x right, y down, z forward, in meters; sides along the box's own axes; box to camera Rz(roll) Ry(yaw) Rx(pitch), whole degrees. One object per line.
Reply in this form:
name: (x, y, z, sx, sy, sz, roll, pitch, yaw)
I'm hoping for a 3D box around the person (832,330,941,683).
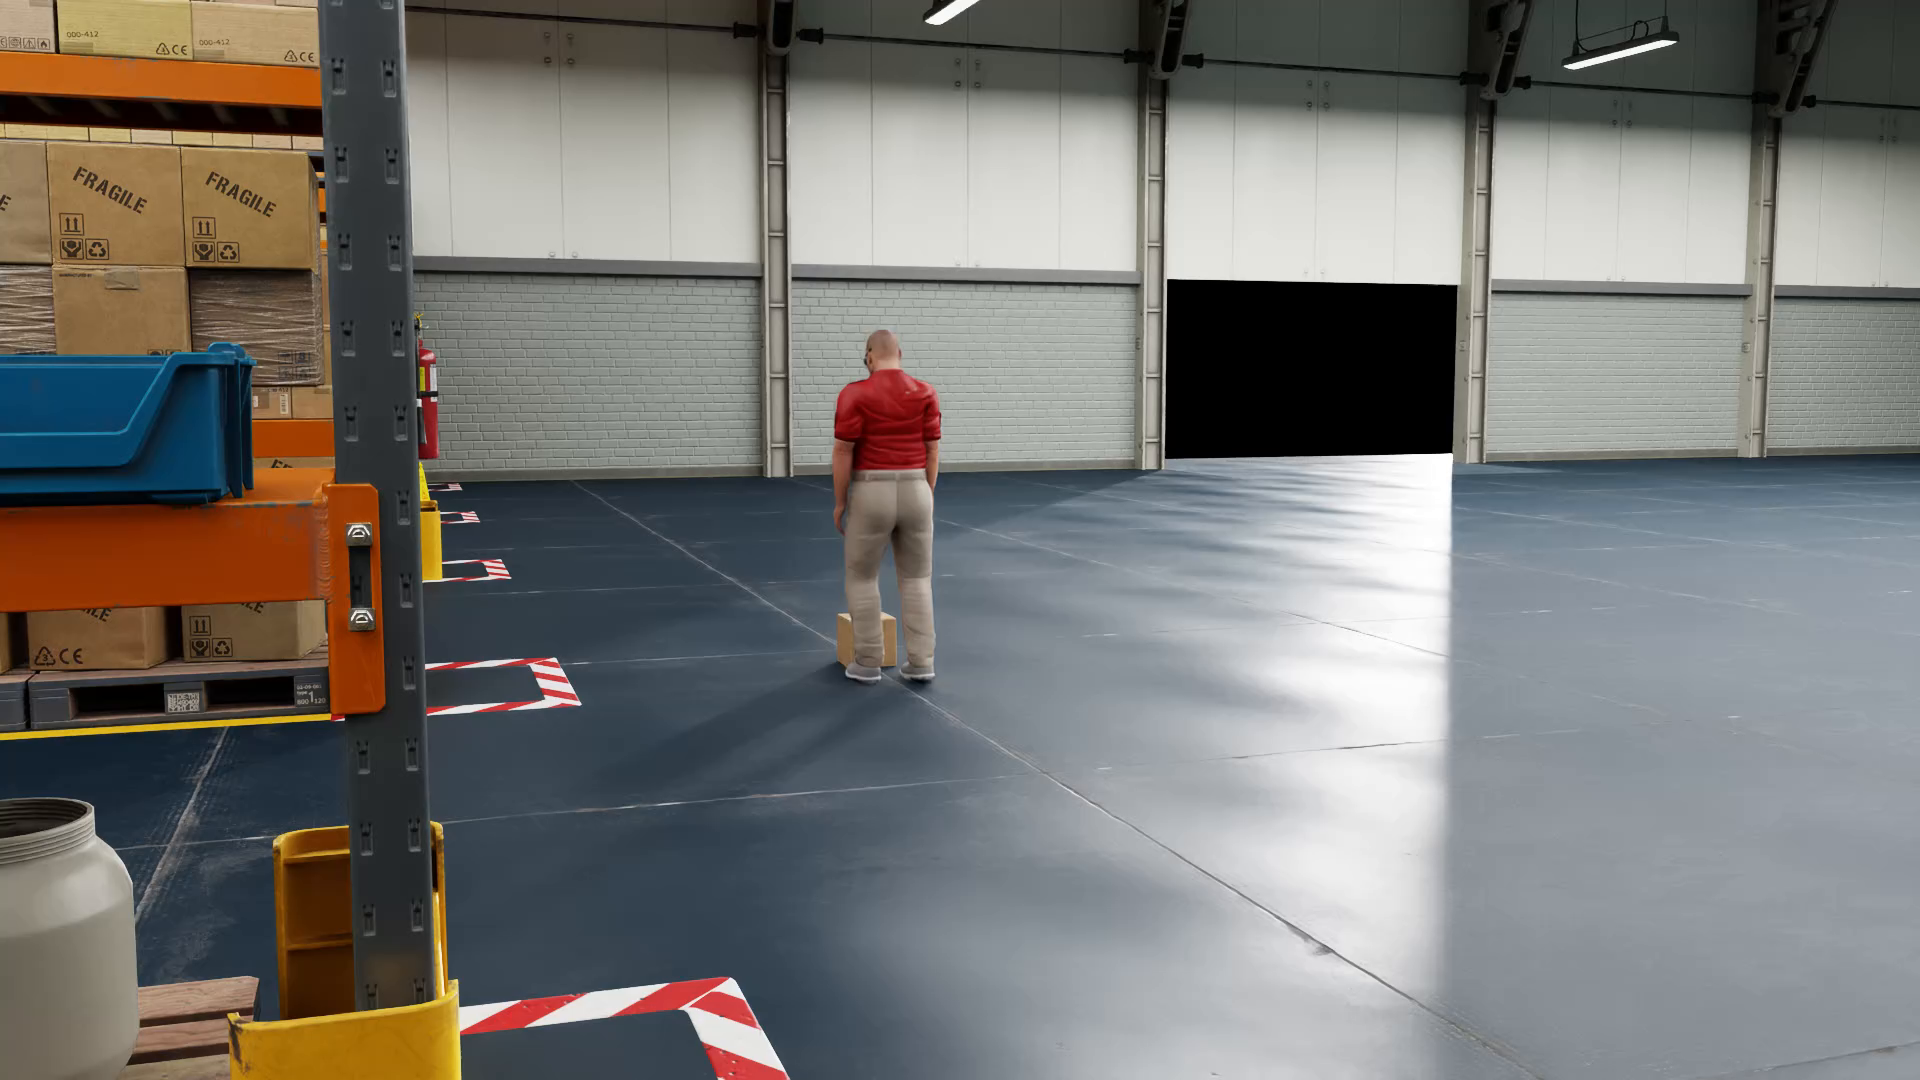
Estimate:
person: (-0.367, -0.161, 8.124, 0.534, 1.719, 0.362, -2, 6, -18)
